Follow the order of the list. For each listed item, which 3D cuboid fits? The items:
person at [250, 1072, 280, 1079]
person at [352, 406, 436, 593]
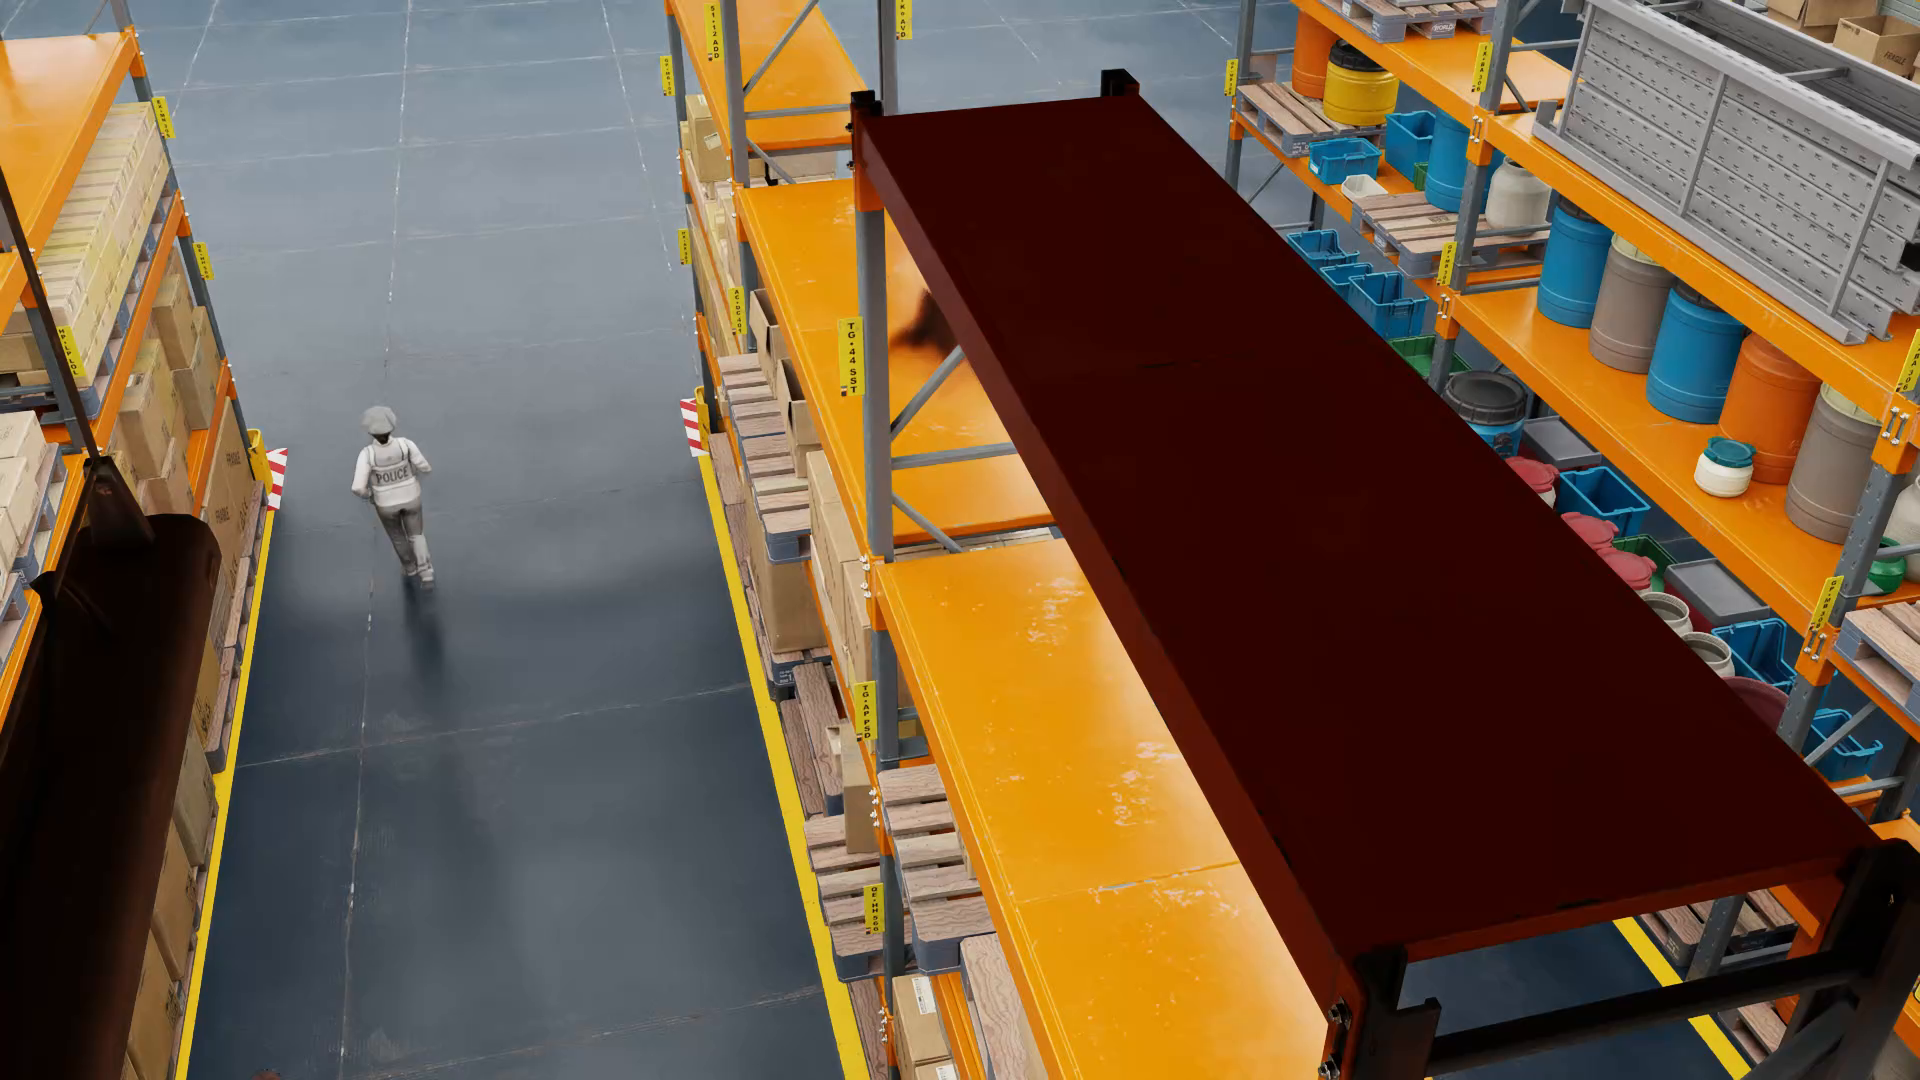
[{"bbox_3d":[-3.017,3.034,7.678,0.546,1.715,0.831,-11,36,-15],"label":"person"},{"bbox_3d":[-4.417,-0.302,13.030,0.618,1.669,0.890,-16,37,-21],"label":"person"}]
